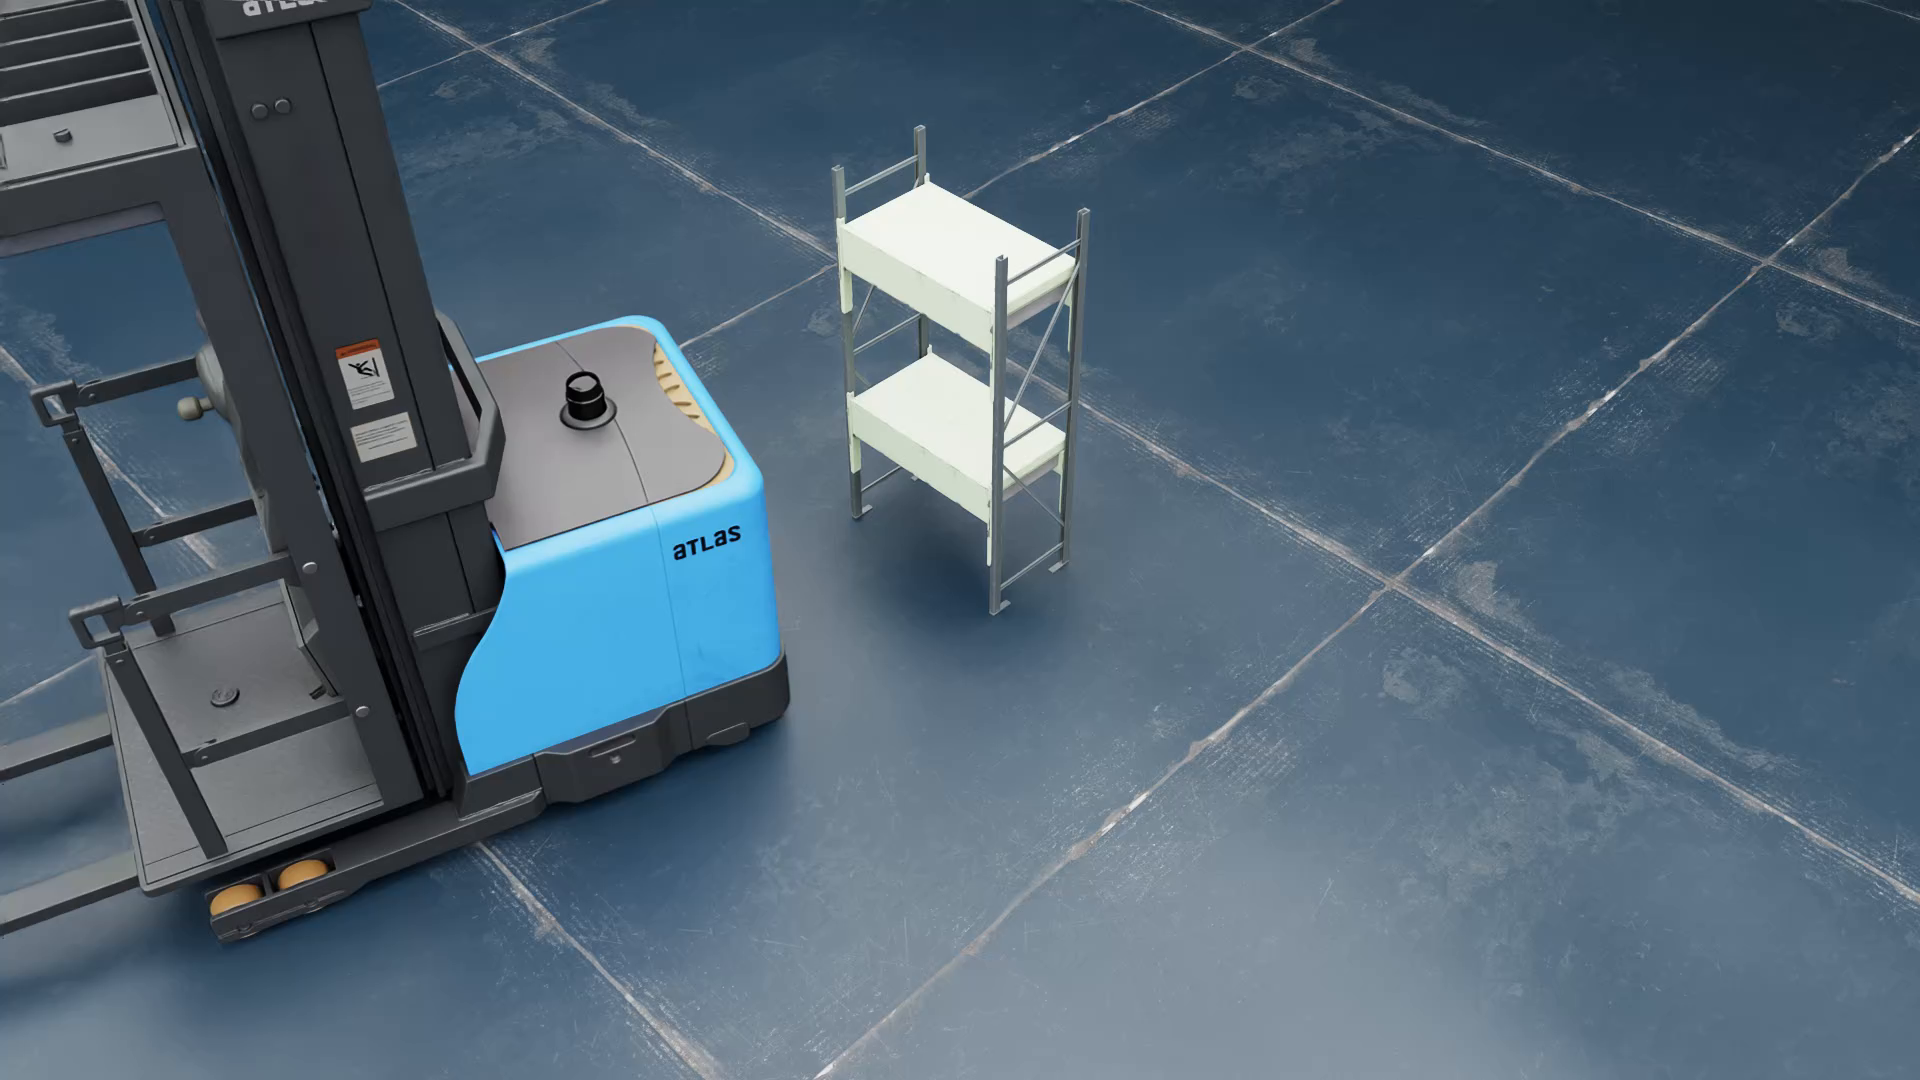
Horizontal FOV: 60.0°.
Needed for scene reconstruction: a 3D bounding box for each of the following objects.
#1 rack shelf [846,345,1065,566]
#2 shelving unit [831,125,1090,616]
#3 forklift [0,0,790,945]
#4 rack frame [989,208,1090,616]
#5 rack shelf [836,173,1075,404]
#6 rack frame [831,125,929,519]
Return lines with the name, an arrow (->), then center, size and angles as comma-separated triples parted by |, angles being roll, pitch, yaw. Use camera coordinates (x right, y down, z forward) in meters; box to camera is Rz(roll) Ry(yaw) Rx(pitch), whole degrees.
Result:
rack shelf -> -0.005, -0.315, 5.966 | 0.431, 0.370, 0.720 | -34, 53, -31
shelving unit -> -0.005, -0.554, 5.744 | 0.431, 1.500, 0.755 | -34, 53, -31
forklift -> -2.117, -0.301, 4.416 | 3.031, 2.935, 1.130 | -19, 46, -20
rack frame -> 0.254, -0.378, 5.554 | 0.400, 1.500, 0.023 | -34, 53, -31
rack shelf -> -0.005, -0.841, 5.480 | 0.431, 0.370, 0.720 | -34, 53, -31
rack frame -> -0.263, -0.730, 5.935 | 0.400, 1.500, 0.023 | -34, 53, -31
